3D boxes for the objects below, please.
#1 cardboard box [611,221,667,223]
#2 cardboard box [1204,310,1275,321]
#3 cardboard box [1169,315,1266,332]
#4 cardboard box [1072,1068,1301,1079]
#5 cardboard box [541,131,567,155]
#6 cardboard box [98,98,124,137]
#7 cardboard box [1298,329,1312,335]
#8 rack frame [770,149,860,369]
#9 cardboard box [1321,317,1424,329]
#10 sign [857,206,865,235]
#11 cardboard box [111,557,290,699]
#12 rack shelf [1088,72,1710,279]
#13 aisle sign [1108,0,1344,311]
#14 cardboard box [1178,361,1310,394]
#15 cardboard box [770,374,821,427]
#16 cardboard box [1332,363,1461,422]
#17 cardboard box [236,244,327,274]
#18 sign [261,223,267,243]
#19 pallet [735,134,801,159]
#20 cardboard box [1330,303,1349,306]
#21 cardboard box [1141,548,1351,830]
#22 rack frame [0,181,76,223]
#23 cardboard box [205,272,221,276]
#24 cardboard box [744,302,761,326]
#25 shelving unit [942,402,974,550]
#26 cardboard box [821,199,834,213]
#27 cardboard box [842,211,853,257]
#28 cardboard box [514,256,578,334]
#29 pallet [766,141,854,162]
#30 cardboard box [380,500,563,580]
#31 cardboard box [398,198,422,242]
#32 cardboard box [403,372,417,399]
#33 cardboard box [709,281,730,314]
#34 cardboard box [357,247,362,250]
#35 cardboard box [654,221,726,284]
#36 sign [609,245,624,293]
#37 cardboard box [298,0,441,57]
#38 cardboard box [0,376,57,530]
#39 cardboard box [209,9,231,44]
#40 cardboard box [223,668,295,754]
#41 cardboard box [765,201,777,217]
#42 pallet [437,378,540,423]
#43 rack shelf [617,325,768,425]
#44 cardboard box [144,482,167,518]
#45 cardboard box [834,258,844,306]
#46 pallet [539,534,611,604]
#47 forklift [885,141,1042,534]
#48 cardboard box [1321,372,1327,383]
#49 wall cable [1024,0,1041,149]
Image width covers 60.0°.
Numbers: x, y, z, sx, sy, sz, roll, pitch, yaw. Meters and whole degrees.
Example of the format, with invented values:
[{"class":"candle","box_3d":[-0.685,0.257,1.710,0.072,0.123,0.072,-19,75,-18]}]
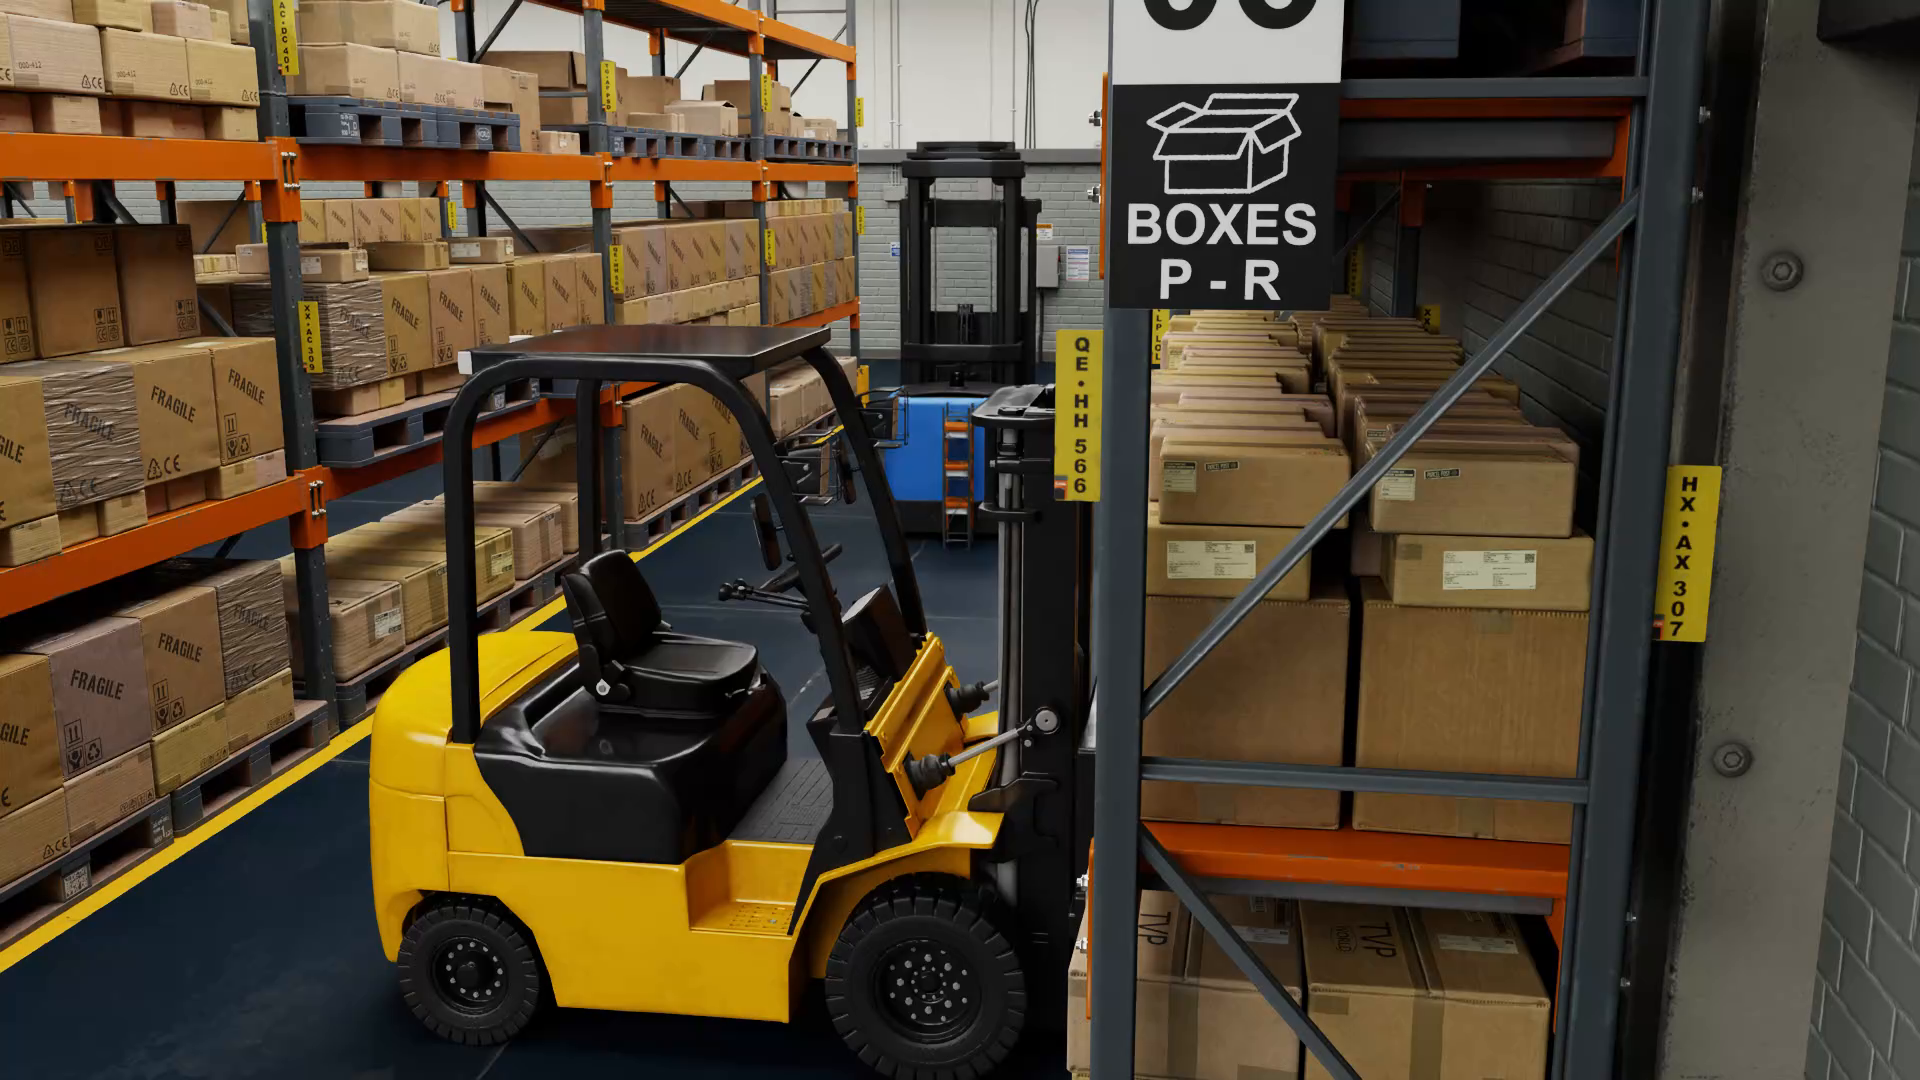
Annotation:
[{"class":"cardboard box","box_3d":[-2.778,-2.434,14.058,0.500,0.500,0.500,2,12,7]},{"class":"cardboard box","box_3d":[1.522,-1.180,9.073,0.380,0.149,0.250,2,12,9]},{"class":"cardboard box","box_3d":[1.037,-0.819,6.692,0.380,0.149,0.250,2,12,10]},{"class":"cardboard box","box_3d":[0.530,1.251,3.912,0.500,0.250,0.500,2,12,8]},{"class":"cardboard box","box_3d":[-2.782,-2.576,10.805,0.380,0.149,0.250,2,12,9]},{"class":"cardboard box","box_3d":[-3.500,-1.638,6.449,0.380,0.149,0.250,1,12,7]},{"class":"cardboard box","box_3d":[1.778,-0.903,7.786,0.380,0.149,0.250,2,12,8]},{"class":"rack frame","box_3d":[-1.680,-3.023,19.399,1.000,3.000,0.127,2,12,9]},{"class":"cardboard box","box_3d":[1.629,-0.800,6.601,0.380,0.149,0.250,2,12,9]},{"class":"sign","box_3d":[-1.146,-3.684,19.157,0.100,0.325,0.005,2,12,9]},{"class":"cardboard box","box_3d":[-3.352,0.379,7.363,0.500,0.500,0.500,2,12,8]},{"class":"rack shelf","box_3d":[1.072,-1.063,4.893,1.077,0.370,4.000,2,12,9]},{"class":"aisle sign","box_3d":[0.464,-0.799,2.908,0.394,0.787,0.004,2,12,9]},{"class":"cardboard box","box_3d":[0.841,-0.444,4.952,0.380,0.149,0.250,2,12,9]},{"class":"cardboard box","box_3d":[-1.956,-1.456,17.216,0.875,0.438,0.875,2,12,7]},{"class":"cardboard box","box_3d":[1.293,-0.427,4.873,0.380,0.149,0.250,2,12,9]},{"class":"cardboard box","box_3d":[-3.585,-1.489,8.801,0.380,0.149,0.250,2,12,7]},{"class":"sign","box_3d":[-6.653,-2.878,15.980,0.100,0.325,0.005,2,12,9]},{"class":"pallet","box_3d":[-2.159,-3.783,16.017,1.003,0.211,1.213,2,12,9]},{"class":"cardboard box","box_3d":[2.029,-1.274,9.507,0.380,0.149,0.250,2,12,8]},{"class":"cardboard box","box_3d":[0.580,0.308,3.706,0.500,0.500,0.500,2,12,7]},{"class":"rack frame","box_3d":[-11.472,-3.344,20.889,1.000,3.000,0.127,2,12,9]},{"class":"cardboard box","box_3d":[-7.107,-2.413,15.464,0.380,0.149,0.250,2,12,9]},{"class":"cardboard box","box_3d":[-2.115,-2.015,15.080,0.500,0.250,0.500,2,12,7]},{"class":"shelving unit","box_3d":[-0.014,-0.466,12.164,0.215,1.050,0.252,1,12,6]},{"class":"cardboard box","box_3d":[-1.589,-3.635,18.090,0.380,0.149,0.250,2,12,10]},{"class":"cardboard box","box_3d":[-1.519,-3.452,18.782,0.500,0.500,0.500,2,12,11]},{"class":"cardboard box","box_3d":[-2.774,-1.545,10.604,0.500,0.500,0.500,2,12,8]},{"class":"pallet","box_3d":[-1.784,-4.291,18.374,1.003,0.211,1.213,2,12,9]},{"class":"cardboard box","box_3d":[-3.113,-0.007,10.646,0.950,0.372,0.625,2,12,8]},{"class":"cardboard box","box_3d":[-6.489,-3.636,18.930,0.500,0.500,0.500,1,12,7]},{"class":"cardboard box","box_3d":[-3.113,-0.825,8.802,0.380,0.149,0.250,3,12,12]},{"class":"cardboard box","box_3d":[-2.266,-2.049,14.051,0.500,0.250,0.500,2,12,10]},{"class":"cardboard box","box_3d":[-6.641,-2.938,18.063,0.500,0.500,0.500,3,12,11]},{"class":"cardboard box","box_3d":[-2.286,-2.414,13.963,0.500,0.500,0.500,2,12,10]},{"class":"sign","box_3d":[-2.373,-1.869,11.486,0.100,0.325,0.005,2,12,9]},{"class":"cardboard box","box_3d":[-2.973,-2.580,8.398,0.500,0.250,0.500,2,12,7]},{"class":"cardboard box","box_3d":[-3.570,-0.296,5.804,0.500,0.500,0.500,2,12,7]},{"class":"cardboard box","box_3d":[-3.359,-2.185,7.096,0.380,0.149,0.250,2,12,10]},{"class":"cardboard box","box_3d":[-3.351,0.746,7.442,0.500,0.250,0.500,2,12,11]},{"class":"cardboard box","box_3d":[-1.967,-3.156,15.867,0.380,0.149,0.250,2,12,9]},{"class":"pallet","box_3d":[-3.175,-0.850,9.774,1.003,0.211,1.213,2,12,9]},{"class":"rack shelf","box_3d":[-2.603,-1.422,13.679,1.077,0.370,4.000,2,12,9]},{"class":"cardboard box","box_3d":[-3.475,-0.170,6.758,0.380,0.149,0.250,2,12,8]},{"class":"cardboard box","box_3d":[-1.585,-2.859,18.400,0.500,0.500,0.500,2,12,7]},{"class":"pallet","box_3d":[-3.032,0.168,11.211,1.003,0.211,1.213,2,12,9]},{"class":"forklift","box_3d":[0.089,-1.732,13.574,1.130,2.935,3.031,1,12,6]},{"class":"cardboard box","box_3d":[1.531,-0.547,6.136,0.380,0.149,0.250,2,12,10]},{"class":"wall cable","box_3d":[2.406,-7.044,23.729,2.988,3.039,0.133,2,12,9]}]
